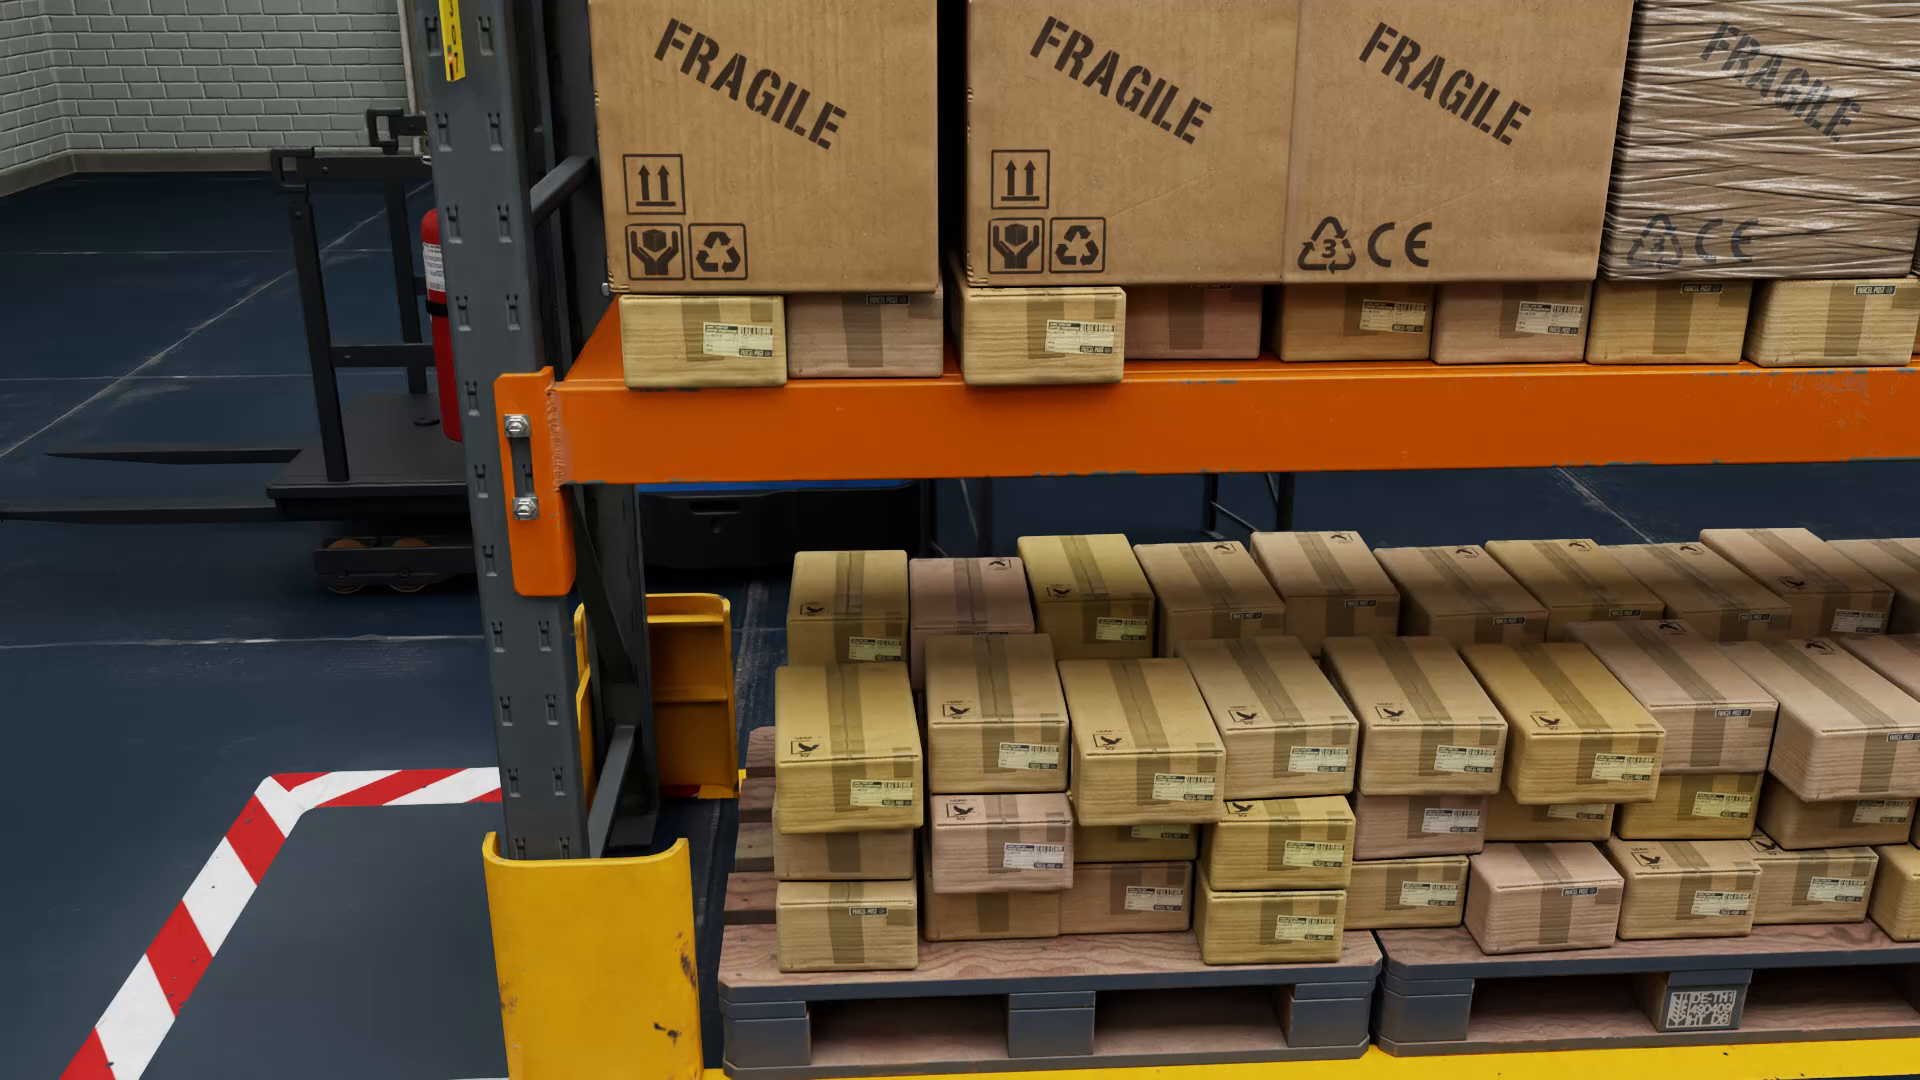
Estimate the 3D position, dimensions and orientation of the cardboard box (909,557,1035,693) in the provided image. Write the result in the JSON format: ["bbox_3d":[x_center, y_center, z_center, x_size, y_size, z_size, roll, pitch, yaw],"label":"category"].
[{"bbox_3d":[0.019,0.174,3.528,0.250,0.149,0.380,-1,21,-2],"label":"cardboard box"}]

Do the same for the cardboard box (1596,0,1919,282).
[{"bbox_3d":[1.246,-0.733,2.772,0.500,0.500,0.500,-2,21,-4],"label":"cardboard box"}]

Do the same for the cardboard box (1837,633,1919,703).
[{"bbox_3d":[1.874,0.321,3.143,0.250,0.149,0.380,-2,21,-6],"label":"cardboard box"}]

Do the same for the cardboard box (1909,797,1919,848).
[{"bbox_3d":[1.903,0.441,3.246,0.250,0.149,0.380,-1,21,-2],"label":"cardboard box"}]

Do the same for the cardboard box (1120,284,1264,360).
[{"bbox_3d":[0.367,-0.431,2.892,0.250,0.149,0.380,0,21,-1],"label":"cardboard box"}]

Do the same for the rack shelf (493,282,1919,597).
[{"bbox_3d":[1.247,-0.303,3.212,4.000,0.370,1.077,-1,21,-3],"label":"rack shelf"}]

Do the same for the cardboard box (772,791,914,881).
[{"bbox_3d":[-0.212,0.479,3.145,0.250,0.149,0.380,0,21,-1],"label":"cardboard box"}]

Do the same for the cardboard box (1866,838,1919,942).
[{"bbox_3d":[1.839,0.606,3.229,0.250,0.149,0.380,-1,21,-3],"label":"cardboard box"}]

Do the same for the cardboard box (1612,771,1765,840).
[{"bbox_3d":[1.365,0.429,3.276,0.250,0.149,0.380,0,21,-1],"label":"cardboard box"}]

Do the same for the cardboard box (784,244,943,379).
[{"bbox_3d":[-0.155,-0.391,2.786,0.250,0.149,0.380,0,21,-1],"label":"cardboard box"}]

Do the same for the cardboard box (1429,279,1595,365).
[{"bbox_3d":[0.887,-0.423,2.870,0.250,0.149,0.380,-2,21,-4],"label":"cardboard box"}]

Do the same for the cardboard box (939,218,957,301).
[{"bbox_3d":[0.060,-0.590,3.309,0.250,0.149,0.380,-1,21,-4],"label":"cardboard box"}]

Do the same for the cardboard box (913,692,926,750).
[{"bbox_3d":[0.025,0.300,3.615,0.250,0.149,0.380,-2,21,-4],"label":"cardboard box"}]

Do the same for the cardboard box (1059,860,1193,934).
[{"bbox_3d":[0.296,0.599,3.249,0.250,0.149,0.380,-1,21,-2],"label":"cardboard box"}]

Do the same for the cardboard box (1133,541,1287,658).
[{"bbox_3d":[0.532,0.141,3.615,0.250,0.149,0.380,-2,21,-5],"label":"cardboard box"}]

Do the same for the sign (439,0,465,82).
[{"bbox_3d":[-0.718,-0.810,2.317,0.005,0.325,0.100,-1,21,-3],"label":"sign"}]

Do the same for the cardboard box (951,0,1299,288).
[{"bbox_3d":[0.248,-0.715,2.725,0.500,0.500,0.500,-1,21,-3],"label":"cardboard box"}]

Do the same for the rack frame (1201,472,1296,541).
[{"bbox_3d":[0.935,-0.653,5.227,0.032,1.500,0.500,-8,22,-20],"label":"rack frame"}]

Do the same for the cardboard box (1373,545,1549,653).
[{"bbox_3d":[1.067,0.150,3.592,0.250,0.149,0.380,-2,21,-5],"label":"cardboard box"}]

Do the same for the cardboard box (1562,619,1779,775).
[{"bbox_3d":[1.351,0.297,3.206,0.250,0.149,0.380,-1,21,-3],"label":"cardboard box"}]

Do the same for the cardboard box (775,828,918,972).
[{"bbox_3d":[-0.208,0.641,3.139,0.250,0.149,0.380,-1,21,-2],"label":"cardboard box"}]

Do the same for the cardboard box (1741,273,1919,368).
[{"bbox_3d":[1.416,-0.416,2.851,0.250,0.149,0.380,-1,21,-2],"label":"cardboard box"}]

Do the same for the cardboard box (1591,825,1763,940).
[{"bbox_3d":[1.336,0.604,3.234,0.250,0.149,0.380,-1,21,-3],"label":"cardboard box"}]

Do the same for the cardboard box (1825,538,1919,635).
[{"bbox_3d":[2.101,0.132,3.638,0.250,0.149,0.380,-2,21,-4],"label":"cardboard box"}]

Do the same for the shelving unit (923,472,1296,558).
[{"bbox_3d":[0.462,-0.586,5.052,1.048,1.500,0.538,-8,22,-20],"label":"shelving unit"}]

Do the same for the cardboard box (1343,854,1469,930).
[{"bbox_3d":[0.807,0.593,3.263,0.250,0.149,0.380,-1,21,-3],"label":"cardboard box"}]

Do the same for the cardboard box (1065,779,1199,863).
[{"bbox_3d":[0.304,0.457,3.203,0.250,0.149,0.380,-1,21,-2],"label":"cardboard box"}]

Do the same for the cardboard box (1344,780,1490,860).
[{"bbox_3d":[0.826,0.451,3.218,0.250,0.149,0.380,-2,21,-6],"label":"cardboard box"}]

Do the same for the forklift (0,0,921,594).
[{"bbox_3d":[-1.662,-1.396,5.168,3.031,2.935,1.130,-1,21,-3],"label":"forklift"}]

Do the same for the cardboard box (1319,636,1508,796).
[{"bbox_3d":[0.841,0.325,3.132,0.250,0.149,0.380,0,21,-1],"label":"cardboard box"}]

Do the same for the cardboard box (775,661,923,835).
[{"bbox_3d":[-0.207,0.370,3.015,0.250,0.149,0.380,-2,21,-6],"label":"cardboard box"}]

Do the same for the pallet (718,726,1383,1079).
[{"bbox_3d":[0.140,0.699,3.488,1.213,0.211,1.003,-1,21,-3],"label":"pallet"}]

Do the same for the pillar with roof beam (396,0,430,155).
[{"bbox_3d":[-3.917,-5.658,7.834,0.400,9.000,9.100,-1,21,-3],"label":"pillar with roof beam"}]

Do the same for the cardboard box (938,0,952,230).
[{"bbox_3d":[0.199,-0.893,3.193,0.500,0.500,0.500,-1,21,-4],"label":"cardboard box"}]

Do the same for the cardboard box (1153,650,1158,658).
[{"bbox_3d":[0.554,0.306,3.599,0.250,0.149,0.380,-1,21,-4],"label":"cardboard box"}]

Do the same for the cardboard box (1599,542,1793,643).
[{"bbox_3d":[1.575,0.143,3.609,0.250,0.149,0.380,-2,21,-5],"label":"cardboard box"}]

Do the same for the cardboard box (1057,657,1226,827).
[{"bbox_3d":[0.320,0.362,3.036,0.250,0.149,0.380,-1,21,-3],"label":"cardboard box"}]
